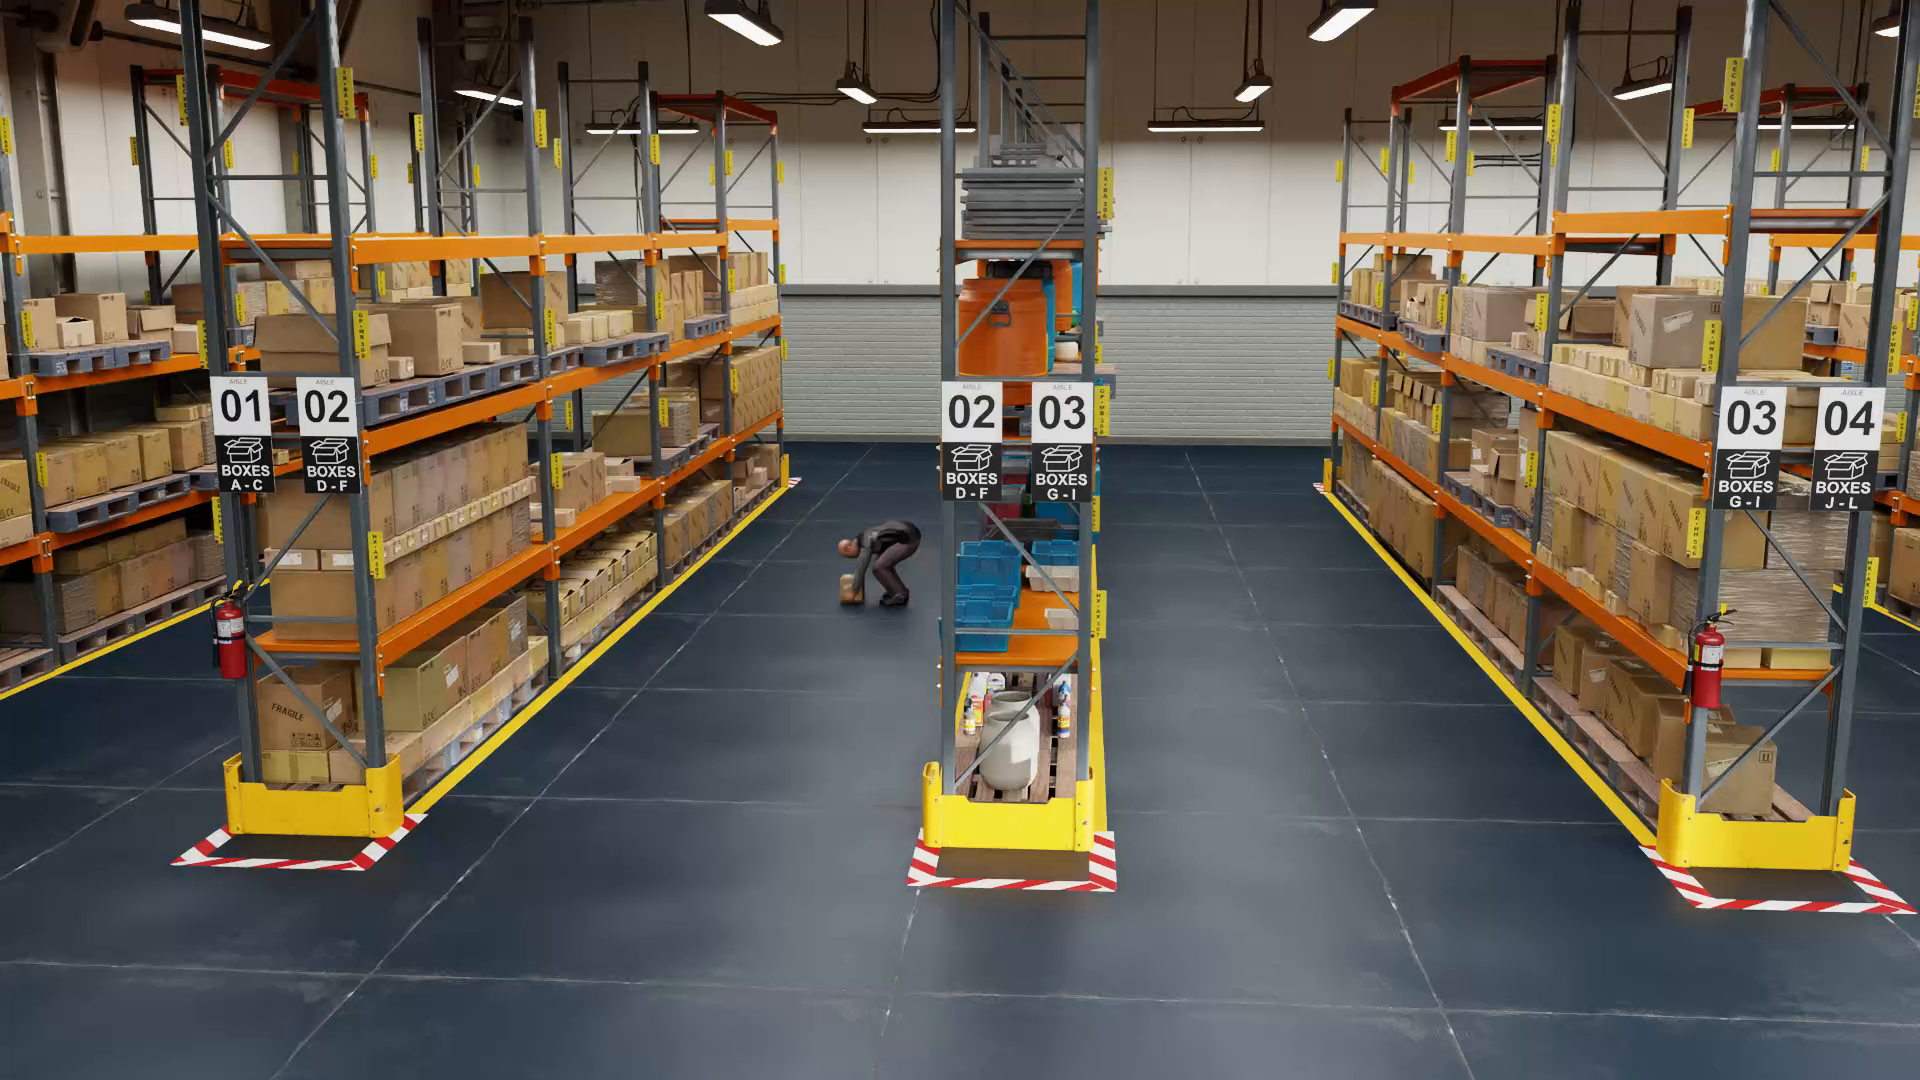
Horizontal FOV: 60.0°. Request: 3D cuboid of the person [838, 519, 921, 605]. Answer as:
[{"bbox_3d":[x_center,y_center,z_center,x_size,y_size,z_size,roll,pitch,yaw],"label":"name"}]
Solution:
[{"bbox_3d":[-0.909,0.238,18.822,0.945,0.946,0.515,0,11,1],"label":"person"}]
